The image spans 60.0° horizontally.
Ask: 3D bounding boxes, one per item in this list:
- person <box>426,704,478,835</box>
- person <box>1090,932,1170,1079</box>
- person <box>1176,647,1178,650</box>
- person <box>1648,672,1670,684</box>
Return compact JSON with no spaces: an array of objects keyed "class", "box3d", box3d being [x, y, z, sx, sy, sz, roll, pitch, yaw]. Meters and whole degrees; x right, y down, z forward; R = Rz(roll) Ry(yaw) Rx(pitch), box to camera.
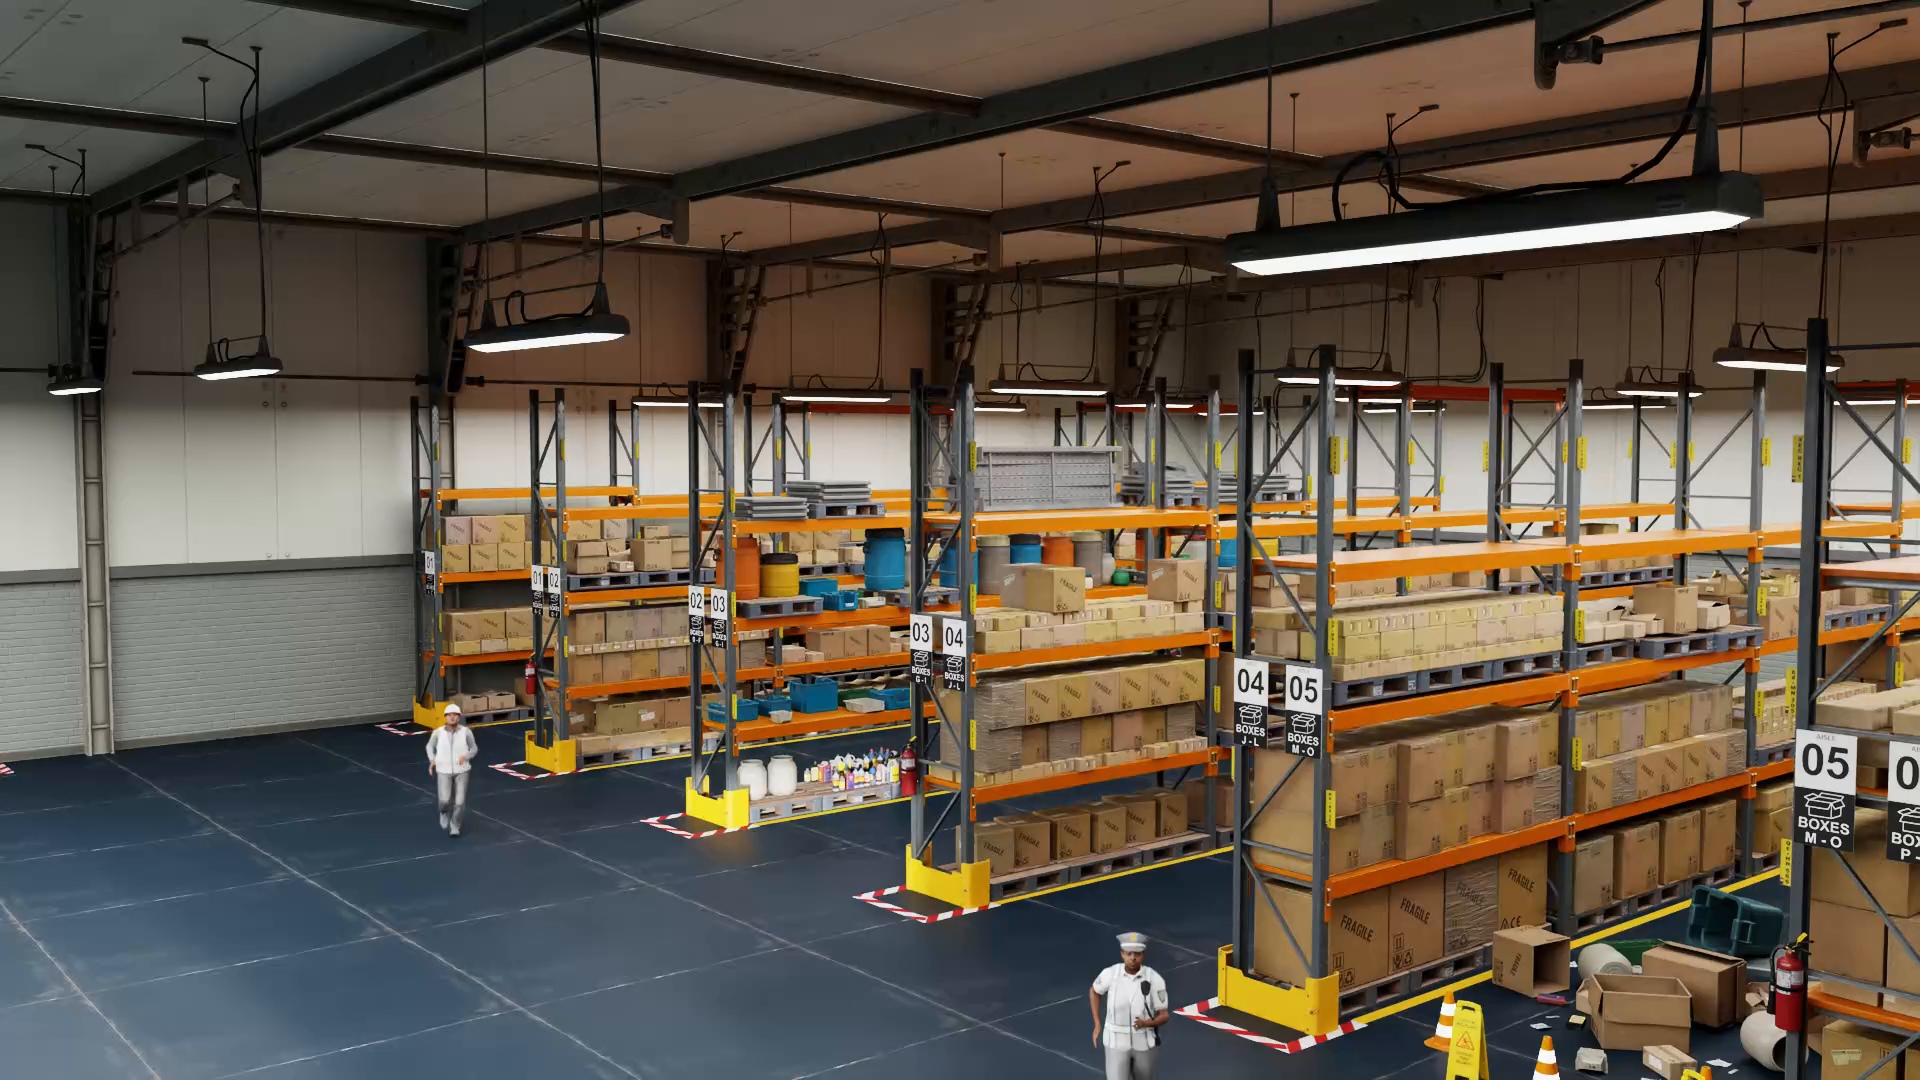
[{"class":"person","box3d":[-6.630,3.021,21.720,0.656,1.734,0.578,-1,4,-16]},{"class":"person","box3d":[1.203,3.627,11.785,0.541,1.756,0.748,0,3,1]},{"class":"person","box3d":[4.502,2.433,32.758,0.689,1.629,0.596,-3,4,-40]},{"class":"person","box3d":[10.862,2.803,25.698,0.755,1.767,0.635,-3,4,-38]}]
